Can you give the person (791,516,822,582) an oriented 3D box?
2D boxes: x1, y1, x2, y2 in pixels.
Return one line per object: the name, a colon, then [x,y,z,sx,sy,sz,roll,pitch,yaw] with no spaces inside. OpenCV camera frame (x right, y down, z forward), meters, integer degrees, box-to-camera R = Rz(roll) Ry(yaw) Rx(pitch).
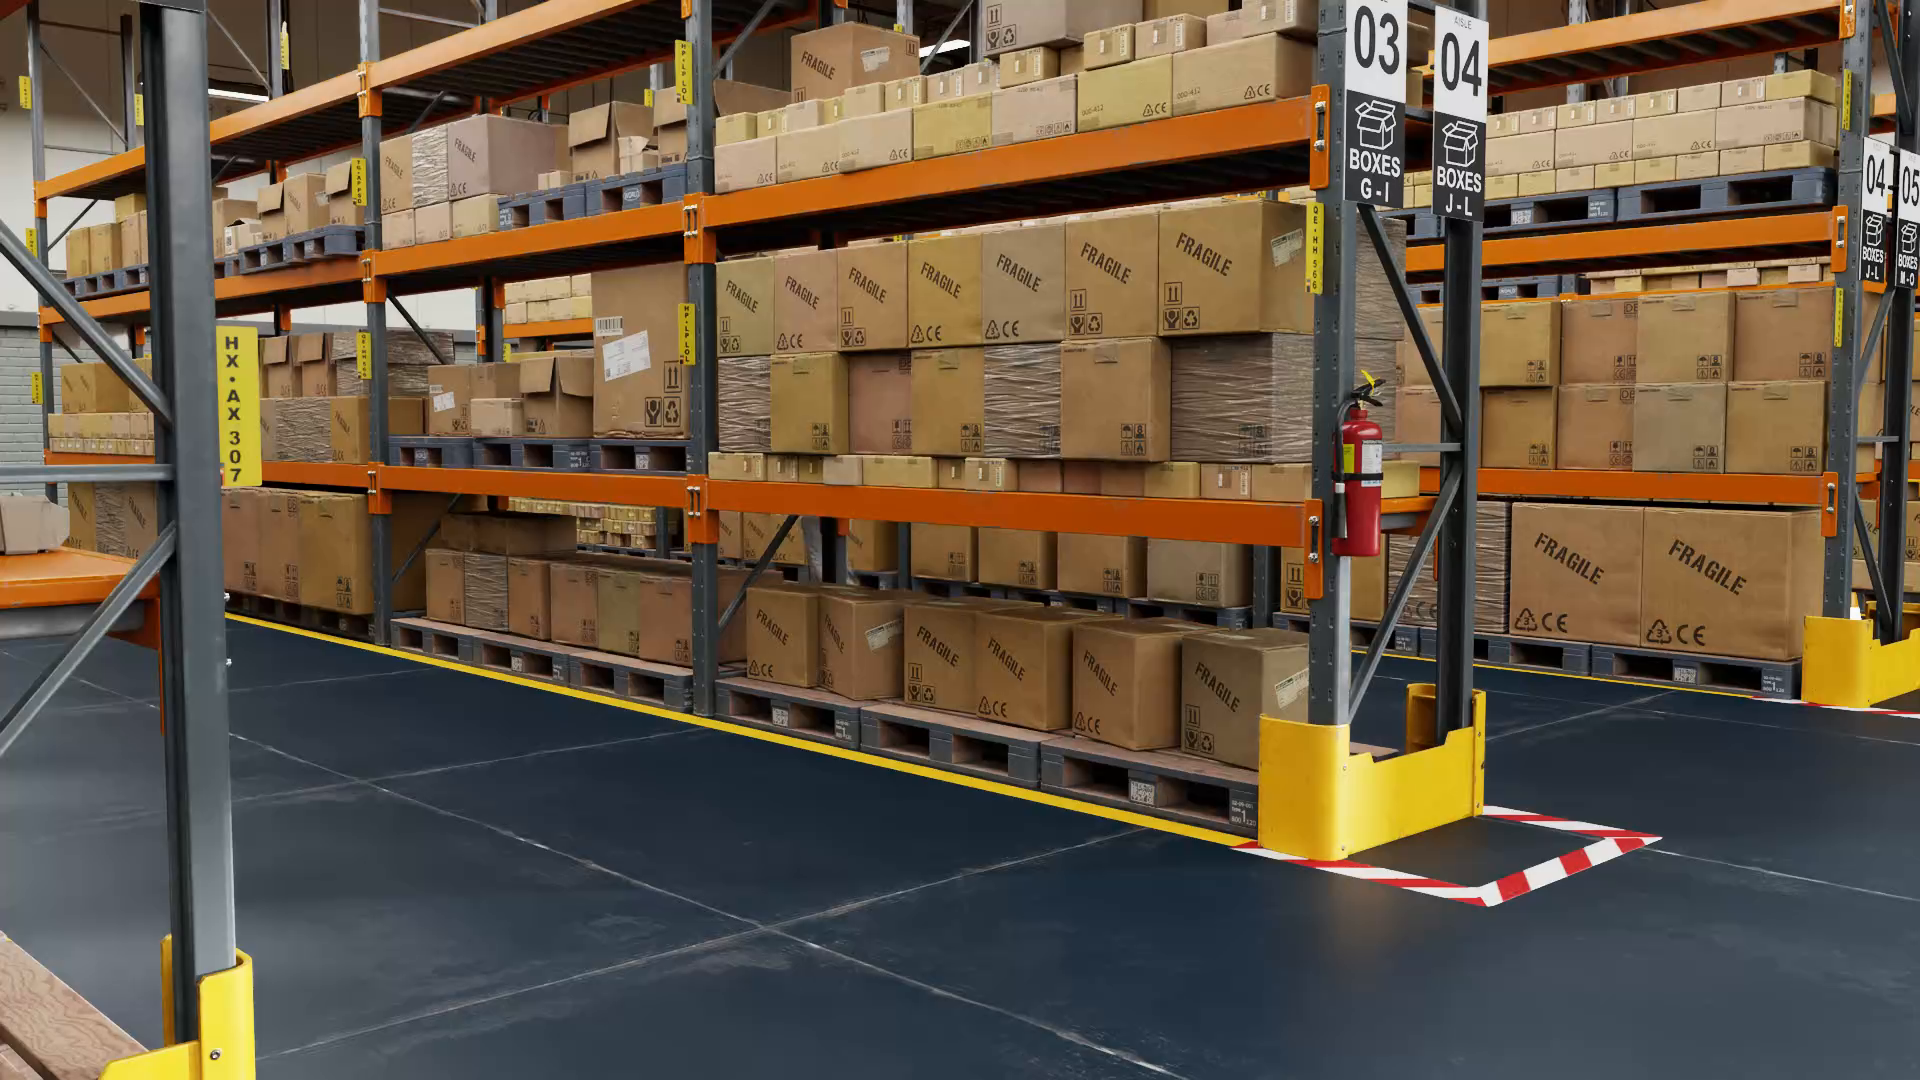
person: [-1.212,-0.231,13.937,0.523,1.716,0.446,-4,5,-42]
